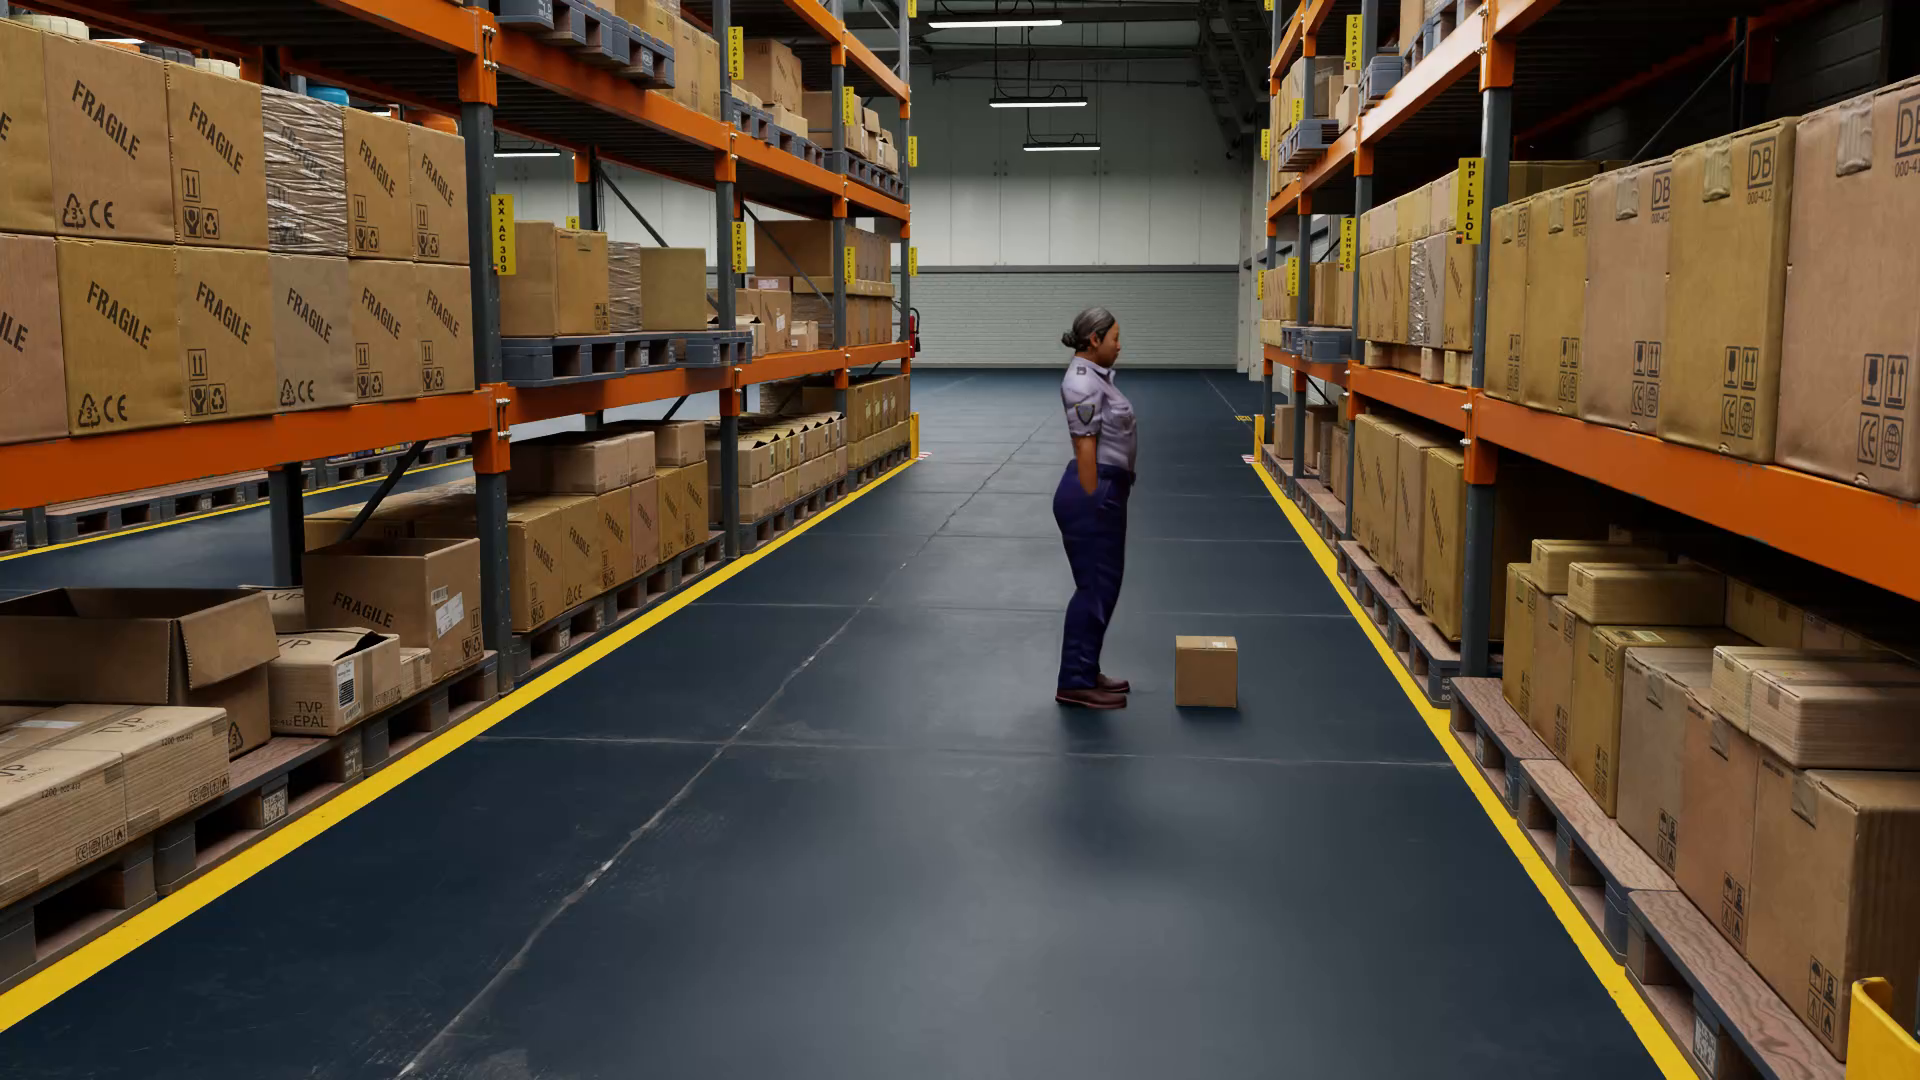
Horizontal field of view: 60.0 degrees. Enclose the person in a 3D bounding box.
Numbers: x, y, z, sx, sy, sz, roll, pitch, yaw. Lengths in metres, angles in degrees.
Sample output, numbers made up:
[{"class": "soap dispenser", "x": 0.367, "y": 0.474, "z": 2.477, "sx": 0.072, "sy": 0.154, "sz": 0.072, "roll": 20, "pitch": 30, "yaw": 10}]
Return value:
[{"class": "person", "x": 0.568, "y": -0.138, "z": 6.963, "sx": 0.342, "sy": 1.633, "sz": 0.470, "roll": 1, "pitch": 8, "yaw": 7}]
